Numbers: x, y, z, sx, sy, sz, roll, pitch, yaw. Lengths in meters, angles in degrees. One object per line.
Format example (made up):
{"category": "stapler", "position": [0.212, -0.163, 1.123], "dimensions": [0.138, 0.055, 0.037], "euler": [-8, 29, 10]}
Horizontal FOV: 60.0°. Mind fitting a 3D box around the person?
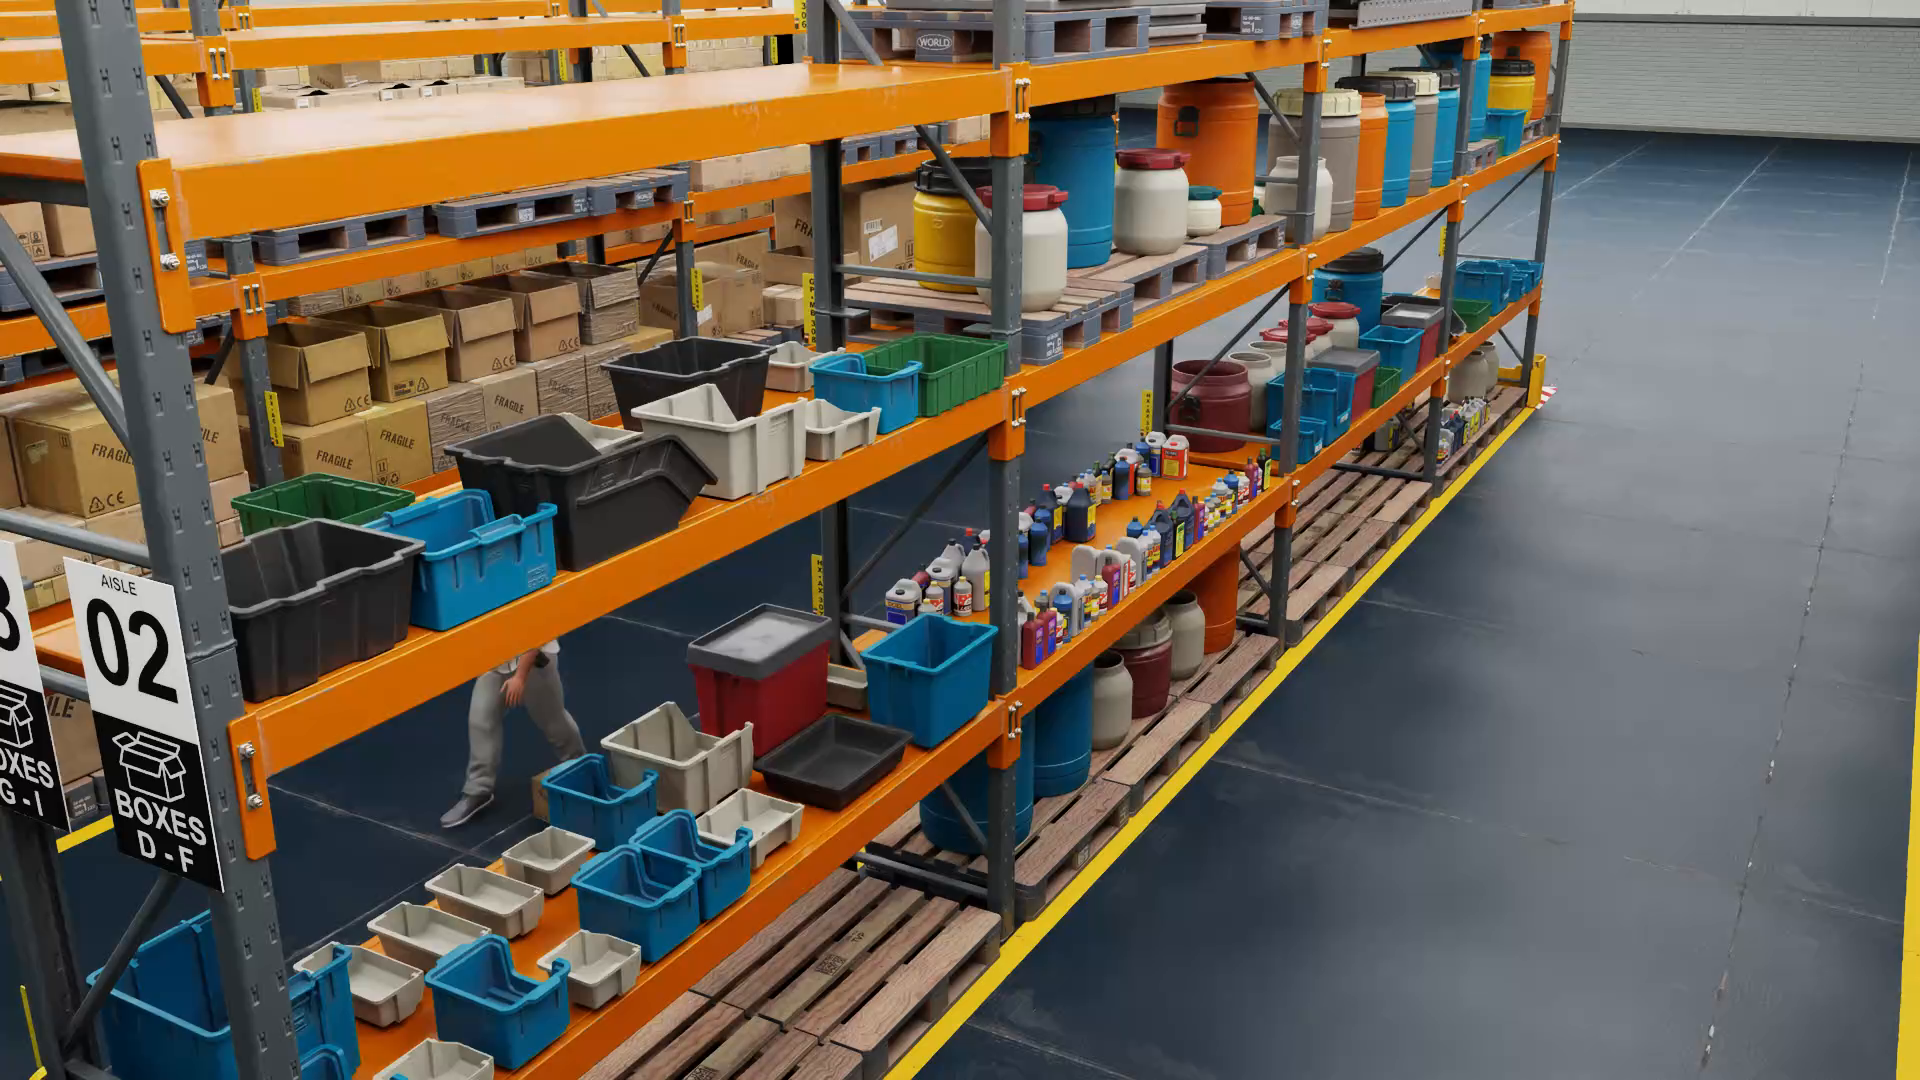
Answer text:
{"category": "person", "position": [-2.493, 0.674, 9.131], "dimensions": [0.607, 1.781, 0.864], "euler": [16, 25, 39]}
